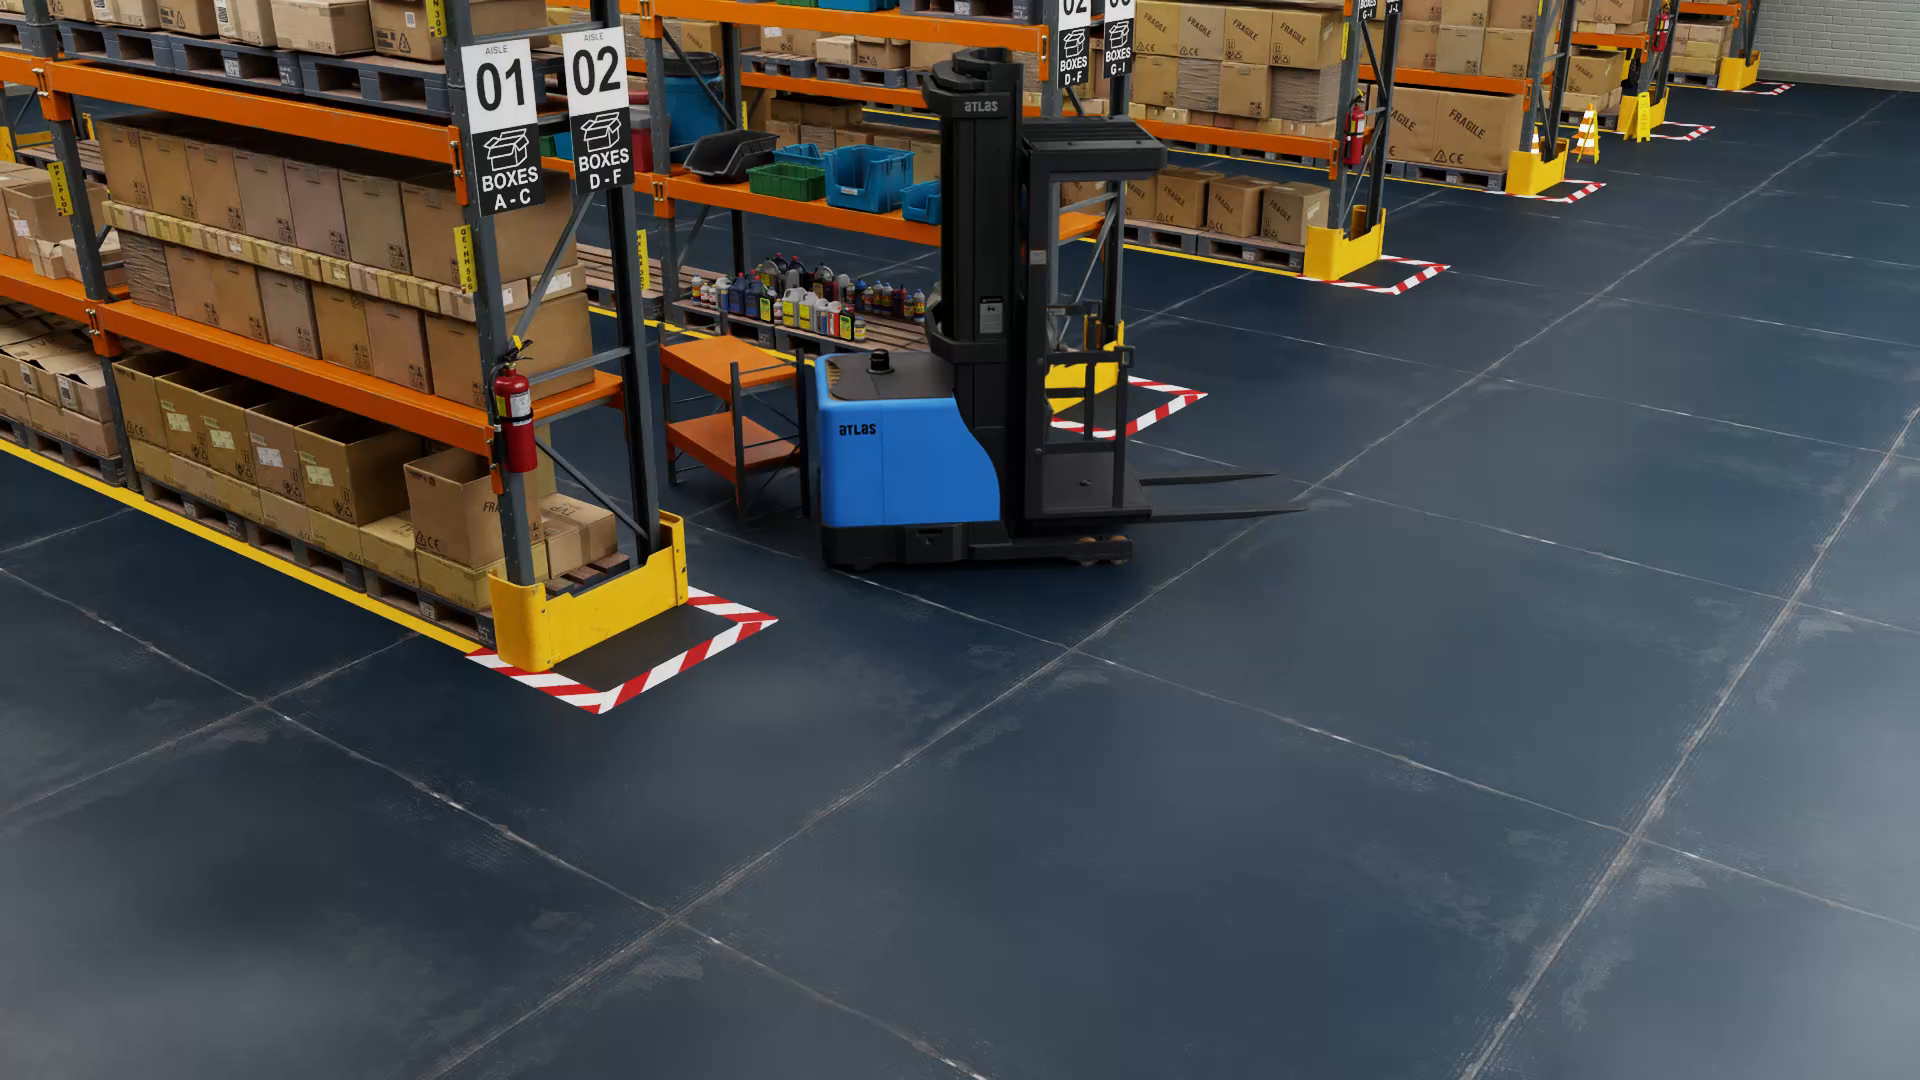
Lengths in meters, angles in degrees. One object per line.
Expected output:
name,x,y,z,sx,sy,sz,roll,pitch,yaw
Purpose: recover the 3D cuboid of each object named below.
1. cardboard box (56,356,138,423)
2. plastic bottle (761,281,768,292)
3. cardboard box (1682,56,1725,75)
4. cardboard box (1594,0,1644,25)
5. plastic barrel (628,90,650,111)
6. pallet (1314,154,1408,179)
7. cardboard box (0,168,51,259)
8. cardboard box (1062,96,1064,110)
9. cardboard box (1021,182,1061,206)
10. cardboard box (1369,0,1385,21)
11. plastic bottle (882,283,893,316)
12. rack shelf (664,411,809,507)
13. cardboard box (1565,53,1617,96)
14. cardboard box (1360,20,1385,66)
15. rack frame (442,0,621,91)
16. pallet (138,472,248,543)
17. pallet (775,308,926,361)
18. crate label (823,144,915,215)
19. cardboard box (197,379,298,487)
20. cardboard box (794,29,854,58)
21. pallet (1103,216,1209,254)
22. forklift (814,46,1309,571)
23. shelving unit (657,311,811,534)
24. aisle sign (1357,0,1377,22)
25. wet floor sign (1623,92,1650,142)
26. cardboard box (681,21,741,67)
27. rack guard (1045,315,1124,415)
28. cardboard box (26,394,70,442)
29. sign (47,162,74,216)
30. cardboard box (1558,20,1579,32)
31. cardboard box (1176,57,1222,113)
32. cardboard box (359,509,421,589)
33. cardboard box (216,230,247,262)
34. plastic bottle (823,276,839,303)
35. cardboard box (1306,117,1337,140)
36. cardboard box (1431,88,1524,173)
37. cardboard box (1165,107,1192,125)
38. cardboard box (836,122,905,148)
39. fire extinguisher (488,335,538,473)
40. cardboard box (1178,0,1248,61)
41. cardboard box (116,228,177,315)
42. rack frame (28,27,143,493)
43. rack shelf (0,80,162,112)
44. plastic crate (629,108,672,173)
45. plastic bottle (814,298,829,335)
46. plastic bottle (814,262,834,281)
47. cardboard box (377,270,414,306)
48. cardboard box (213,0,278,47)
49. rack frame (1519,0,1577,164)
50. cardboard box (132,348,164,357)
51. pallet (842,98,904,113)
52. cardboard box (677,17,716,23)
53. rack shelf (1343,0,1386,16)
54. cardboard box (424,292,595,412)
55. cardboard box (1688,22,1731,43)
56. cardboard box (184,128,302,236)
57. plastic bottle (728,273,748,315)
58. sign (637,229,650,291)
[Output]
cardboard box,-5.753,-1.056,11.299,0.500,0.311,0.500,17,29,33
plastic bottle,-1.698,-2.085,14.279,0.097,0.271,0.097,0,24,0
cardboard box,12.240,-7.833,27.377,0.500,0.250,0.500,17,29,34
cardboard box,9.232,-7.510,23.259,0.500,0.500,0.500,16,29,32
plastic barrel,-2.917,-3.822,15.214,0.433,0.535,0.433,0,24,0
pallet,5.285,-4.851,21.177,1.213,0.211,1.003,17,29,33
cardboard box,-6.684,-2.345,11.907,0.500,0.500,0.500,17,29,33
cardboard box,1.088,-4.675,17.631,0.250,0.149,0.380,17,29,33
cardboard box,0.984,-3.994,18.353,0.500,0.500,0.500,16,28,32
cardboard box,5.306,-6.698,20.384,0.500,0.550,0.875,17,29,33
plastic bottle,-0.620,-2.065,14.233,0.097,0.271,0.097,0,24,0
rack shelf,-1.473,-0.560,10.911,0.538,0.278,1.000,-16,28,-32
cardboard box,9.034,-6.672,23.811,0.500,0.500,0.500,17,29,34
cardboard box,5.345,-6.224,20.649,0.500,0.550,0.875,17,29,33
rack frame,-2.056,-3.638,7.525,0.127,3.000,1.000,17,29,33
pallet,-4.646,-0.378,11.025,1.213,0.211,1.003,17,29,33
pallet,-0.790,-1.710,14.049,1.213,0.211,1.003,17,29,33
crate label,-0.717,-2.864,13.165,0.616,0.435,0.502,17,29,33
cardboard box,-4.273,-0.682,10.216,0.500,0.500,0.500,17,29,33
cardboard box,-1.551,-6.040,19.772,0.700,0.500,0.500,-22,32,-40
pallet,2.227,-3.333,17.732,1.213,0.211,1.003,17,29,33
forklift,0.629,-1.399,9.970,3.031,2.935,1.130,-3,24,-6
shelving unit,-1.473,-0.784,10.813,0.538,1.125,1.048,-16,28,-32
aisle sign,3.758,-5.166,15.209,0.004,0.787,0.394,17,29,33
wet floor sign,9.342,-5.817,22.830,0.267,0.644,0.232,-15,28,-30
cardboard box,-3.057,-6.108,20.447,0.500,0.500,0.500,18,29,35
rack guard,0.829,-1.349,12.871,0.348,0.500,1.175,17,29,33
cardboard box,-6.166,-0.924,11.694,0.500,0.250,0.500,16,29,33
sign,-5.574,-2.176,10.310,0.005,0.325,0.100,17,29,33
cardboard box,8.719,-7.339,23.676,0.250,0.149,0.380,17,29,34
cardboard box,2.618,-4.629,16.721,0.500,0.500,0.875,17,29,33
cardboard box,-3.070,0.022,9.548,0.500,0.250,0.500,17,29,33
cardboard box,-4.124,-1.765,9.786,0.250,0.149,0.380,16,28,32
plastic bottle,-1.119,-2.153,14.419,0.133,0.283,0.061,17,29,33
cardboard box,3.536,-3.975,16.043,0.250,0.149,0.380,17,29,33
cardboard box,6.362,-5.026,20.231,0.875,0.875,0.875,17,29,34
cardboard box,2.273,-4.304,16.789,0.250,0.149,0.380,17,29,33
cardboard box,-1.056,-4.660,19.838,0.500,0.500,0.700,20,31,38
fire extinguisher,-2.240,-0.679,8.345,0.183,0.674,0.296,17,29,33
cardboard box,2.498,-5.021,16.372,0.500,0.500,0.500,17,29,33
cardboard box,-4.898,-1.800,10.671,0.500,0.500,0.700,16,28,32
rack frame,-5.257,-1.860,10.930,0.127,3.000,1.000,17,29,33
rack shelf,-10.285,-5.546,20.189,4.000,0.370,1.077,17,29,33
plastic crate,-2.854,-3.505,14.584,0.583,0.464,0.402,17,29,33
plastic bottle,-1.111,-1.851,13.742,0.135,0.276,0.152,16,28,32
plastic bottle,-1.183,-2.259,14.576,0.185,0.351,0.144,17,29,33
cardboard box,-2.891,-1.391,8.937,0.250,0.149,0.380,16,29,33
cardboard box,-3.581,-2.809,8.779,0.500,0.311,0.500,21,31,39
rack frame,6.944,-5.664,19.563,0.127,3.000,1.000,17,29,33
cardboard box,-5.438,-1.231,11.696,0.500,0.311,0.500,17,29,33
pallet,-1.054,-6.807,25.616,1.213,0.211,1.003,17,29,33
cardboard box,-3.089,-6.709,20.568,0.637,0.503,0.797,18,29,35
rack shelf,2.288,-5.615,16.625,4.000,0.370,1.077,17,29,33
cardboard box,-2.422,-1.055,8.980,0.500,0.500,0.700,17,29,33
cardboard box,12.250,-8.290,27.173,0.500,0.250,0.500,18,29,35
cardboard box,-4.092,-2.151,9.858,0.500,0.500,0.700,17,29,33
plastic bottle,-1.886,-2.117,14.254,0.185,0.351,0.144,18,29,35
sign,-1.718,-1.503,8.947,0.005,0.325,0.100,17,29,33
